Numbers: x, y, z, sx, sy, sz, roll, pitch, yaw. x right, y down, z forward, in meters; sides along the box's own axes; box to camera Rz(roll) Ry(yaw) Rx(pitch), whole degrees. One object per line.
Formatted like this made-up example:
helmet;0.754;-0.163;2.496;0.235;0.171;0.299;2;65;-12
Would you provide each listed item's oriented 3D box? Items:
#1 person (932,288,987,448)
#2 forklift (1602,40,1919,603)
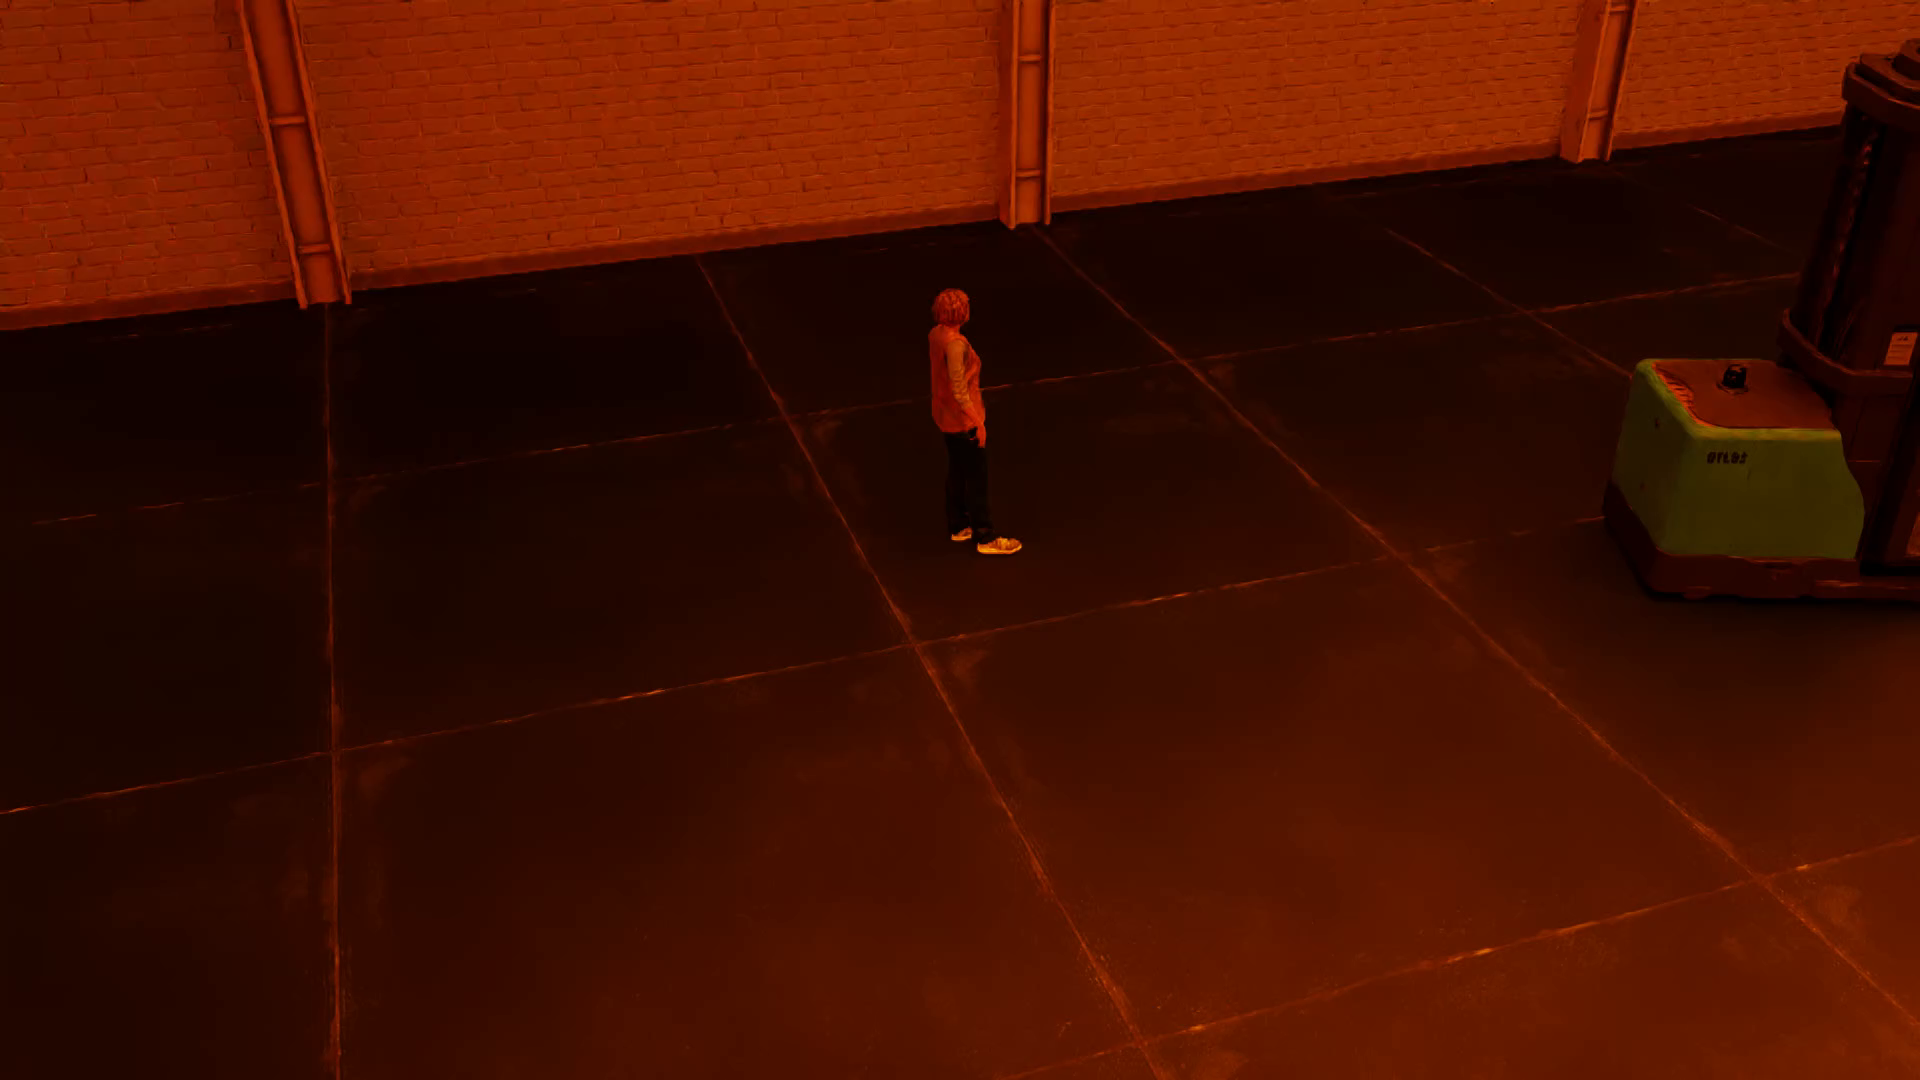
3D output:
person;-0.022;-0.986;9.445;0.257;0.920;0.502;-10;31;-16
forklift;5.433;-1.147;9.081;3.031;2.935;1.130;1;30;2
